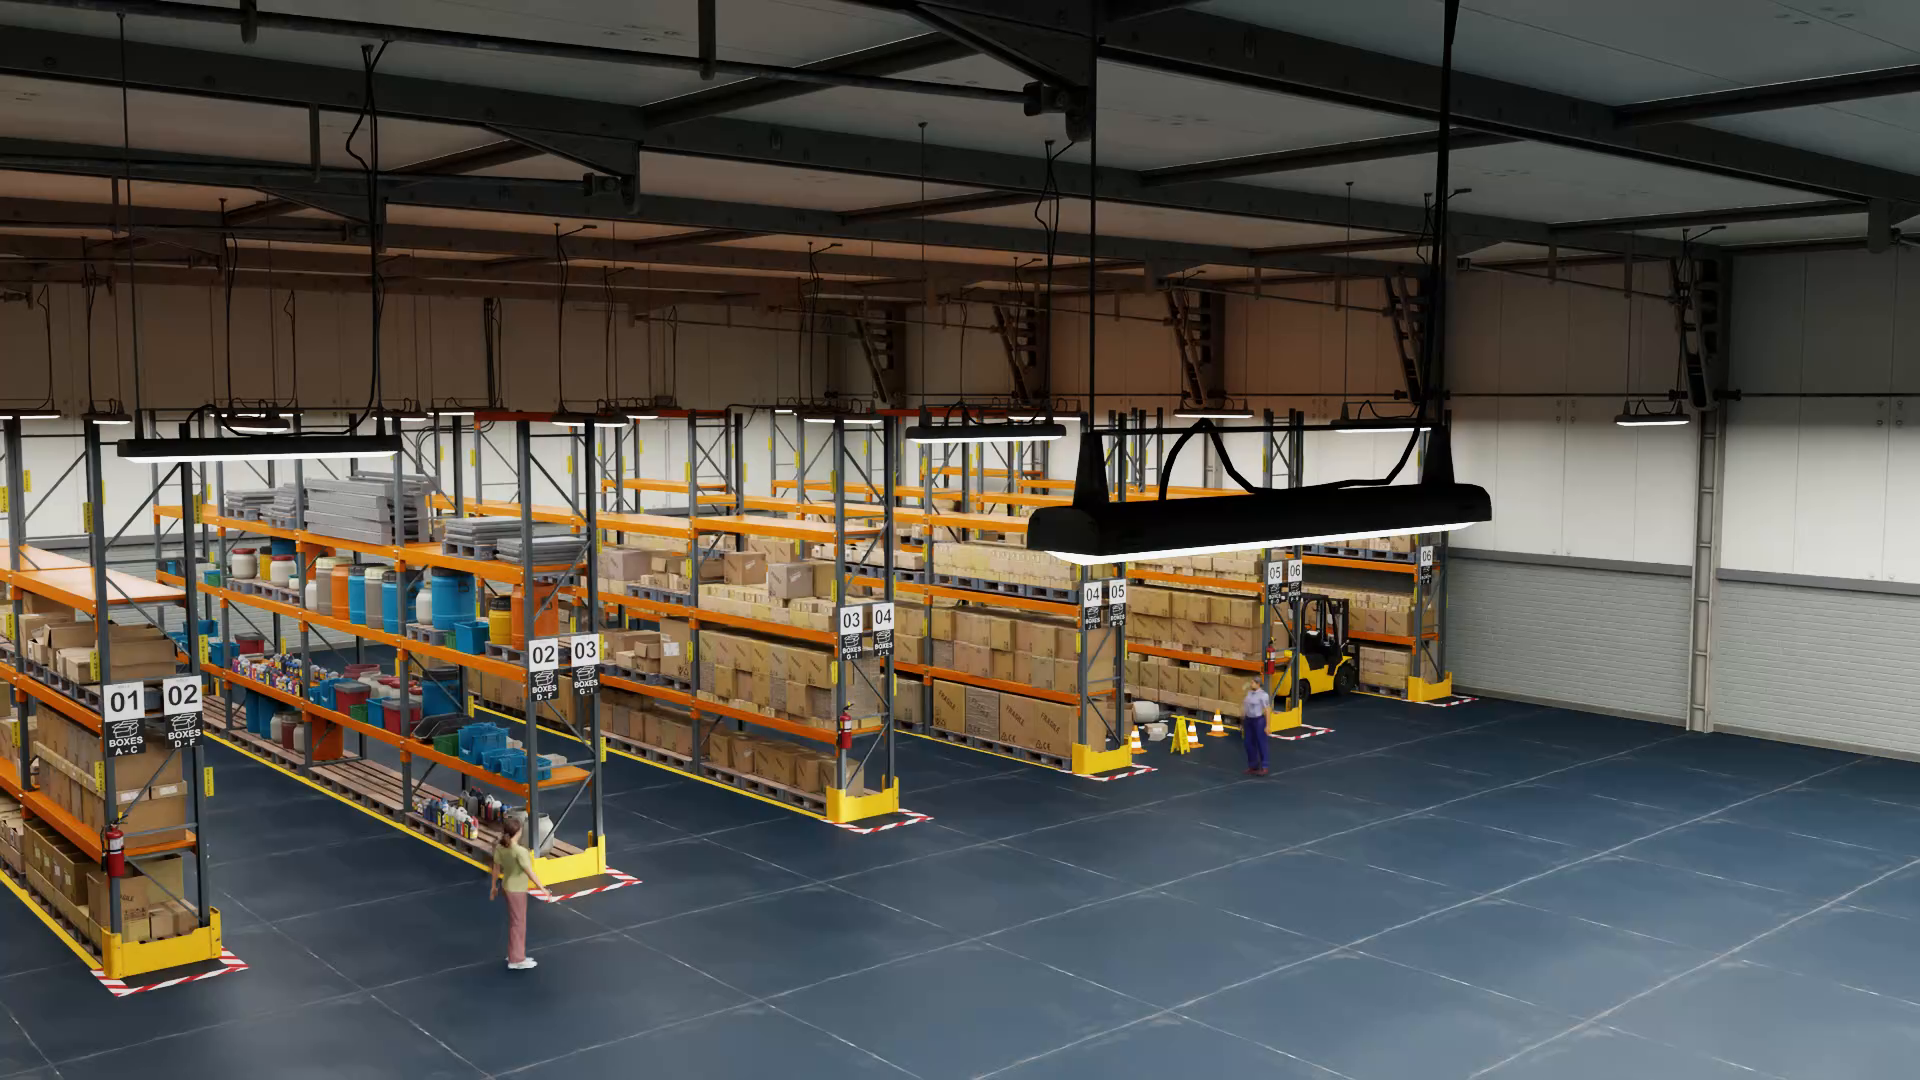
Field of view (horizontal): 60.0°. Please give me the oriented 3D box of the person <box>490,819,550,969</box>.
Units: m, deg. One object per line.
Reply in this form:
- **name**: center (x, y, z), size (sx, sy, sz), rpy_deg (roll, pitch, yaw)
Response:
- **person**: center (-4.851, 3.900, 18.345), size (0.556, 1.706, 0.491), rpy_deg (-3, 6, -31)

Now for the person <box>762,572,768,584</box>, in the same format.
- **person**: center (-5.541, 1.357, 46.752), size (0.656, 1.743, 1.030), rpy_deg (4, 7, 40)

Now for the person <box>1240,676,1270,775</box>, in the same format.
- **person**: center (4.926, 3.105, 27.692), size (0.385, 1.662, 0.605), rpy_deg (-5, 7, -42)
